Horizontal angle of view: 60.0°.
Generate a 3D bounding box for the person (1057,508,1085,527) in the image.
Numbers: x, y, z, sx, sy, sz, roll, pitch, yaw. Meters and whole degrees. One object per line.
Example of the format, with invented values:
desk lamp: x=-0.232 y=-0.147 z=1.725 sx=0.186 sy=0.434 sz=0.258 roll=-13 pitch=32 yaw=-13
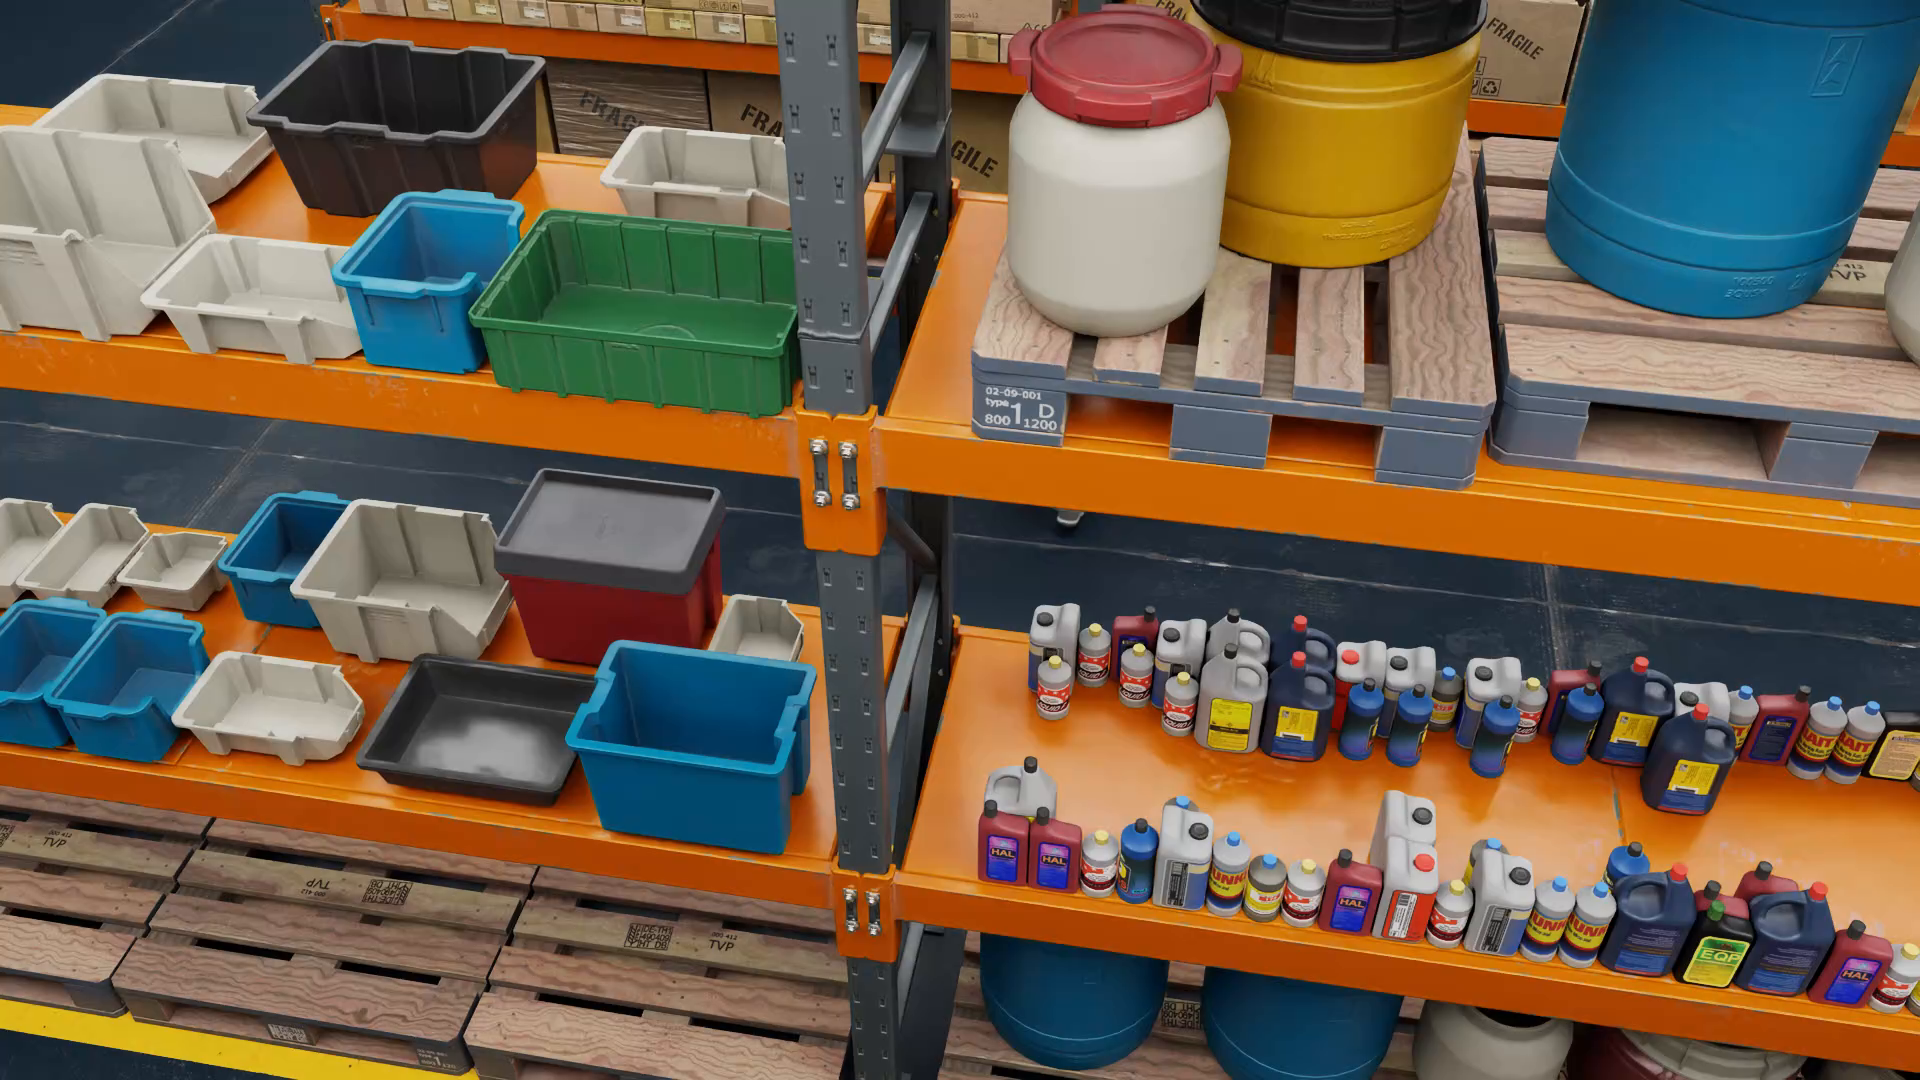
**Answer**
person: x=0.531 y=-0.935 z=7.244 sx=0.474 sy=1.622 sz=0.935 roll=12 pitch=42 yaw=14
